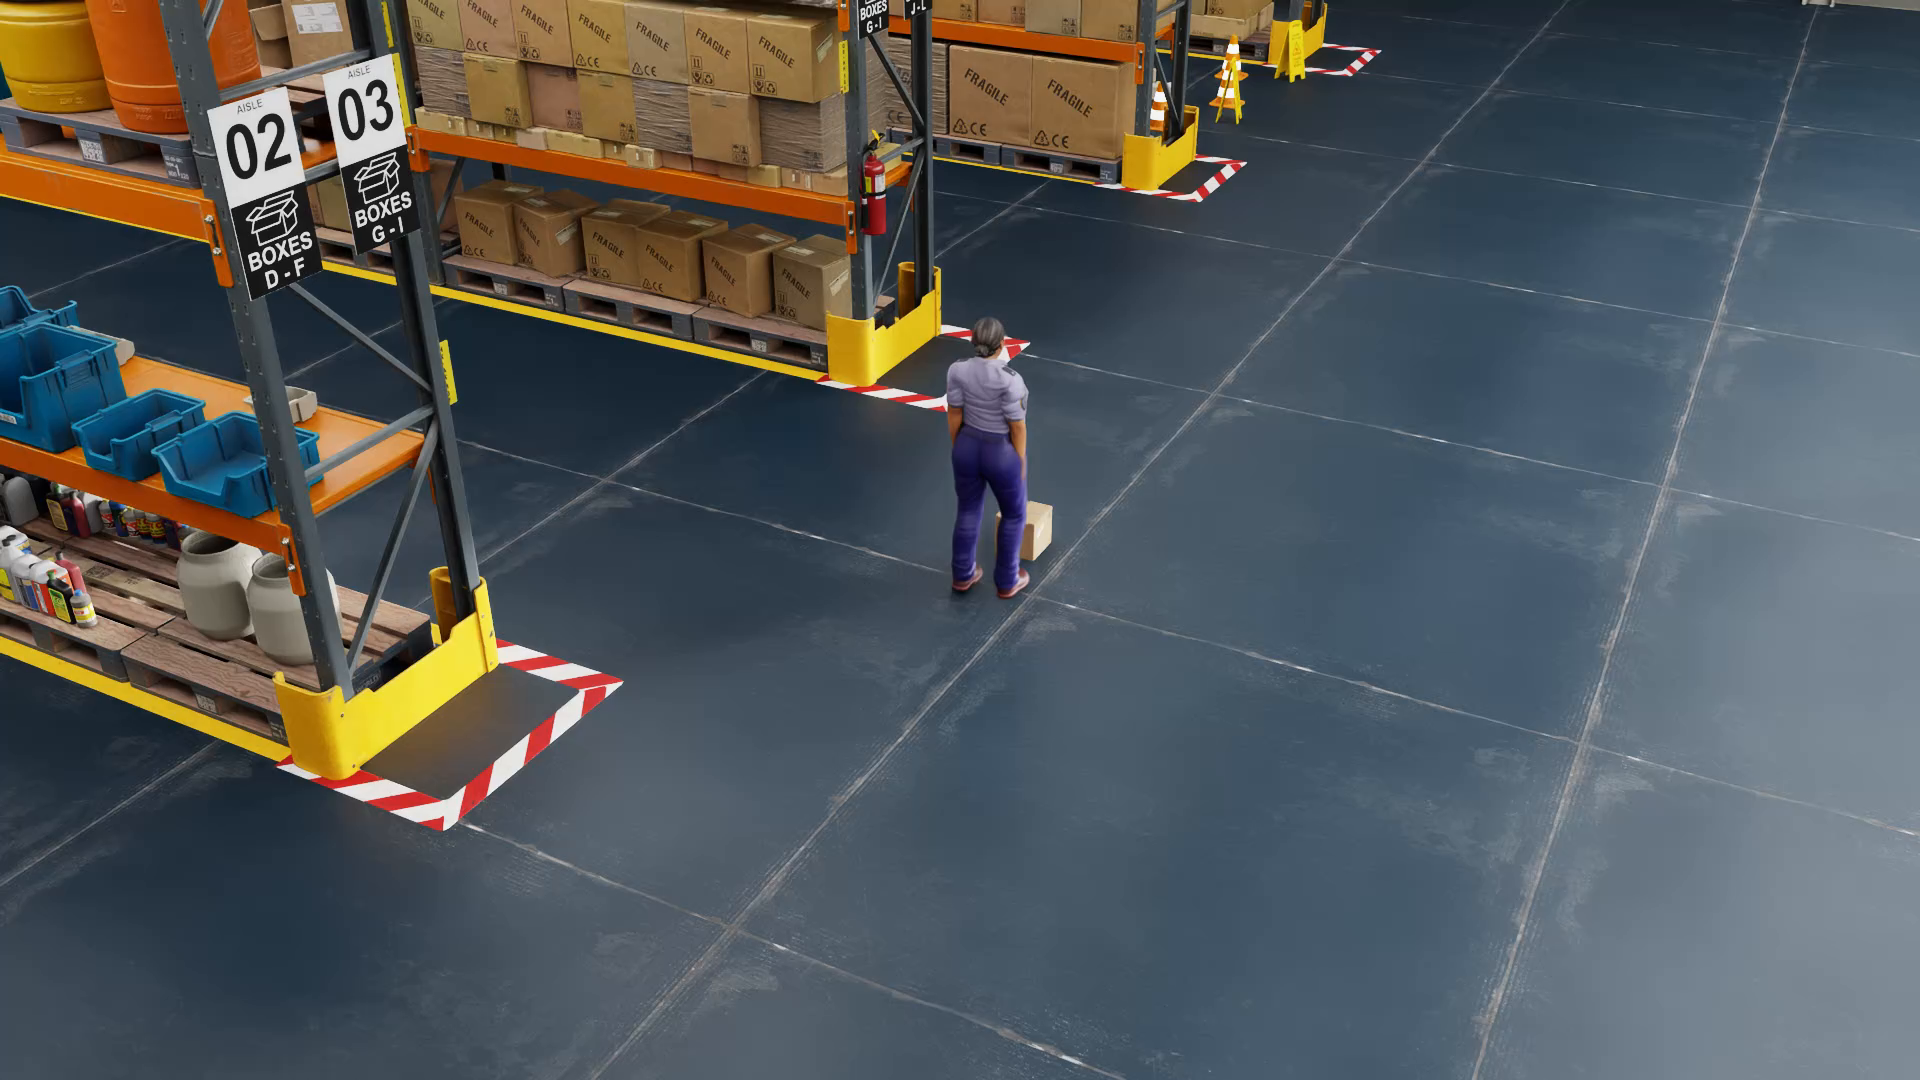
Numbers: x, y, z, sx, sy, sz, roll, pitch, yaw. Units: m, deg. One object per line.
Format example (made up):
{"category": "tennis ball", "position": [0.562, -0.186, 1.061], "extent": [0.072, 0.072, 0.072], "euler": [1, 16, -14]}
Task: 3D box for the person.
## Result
{"category": "person", "position": [0.157, -0.457, 9.096], "extent": [0.466, 1.650, 0.351], "euler": [15, 34, 24]}
